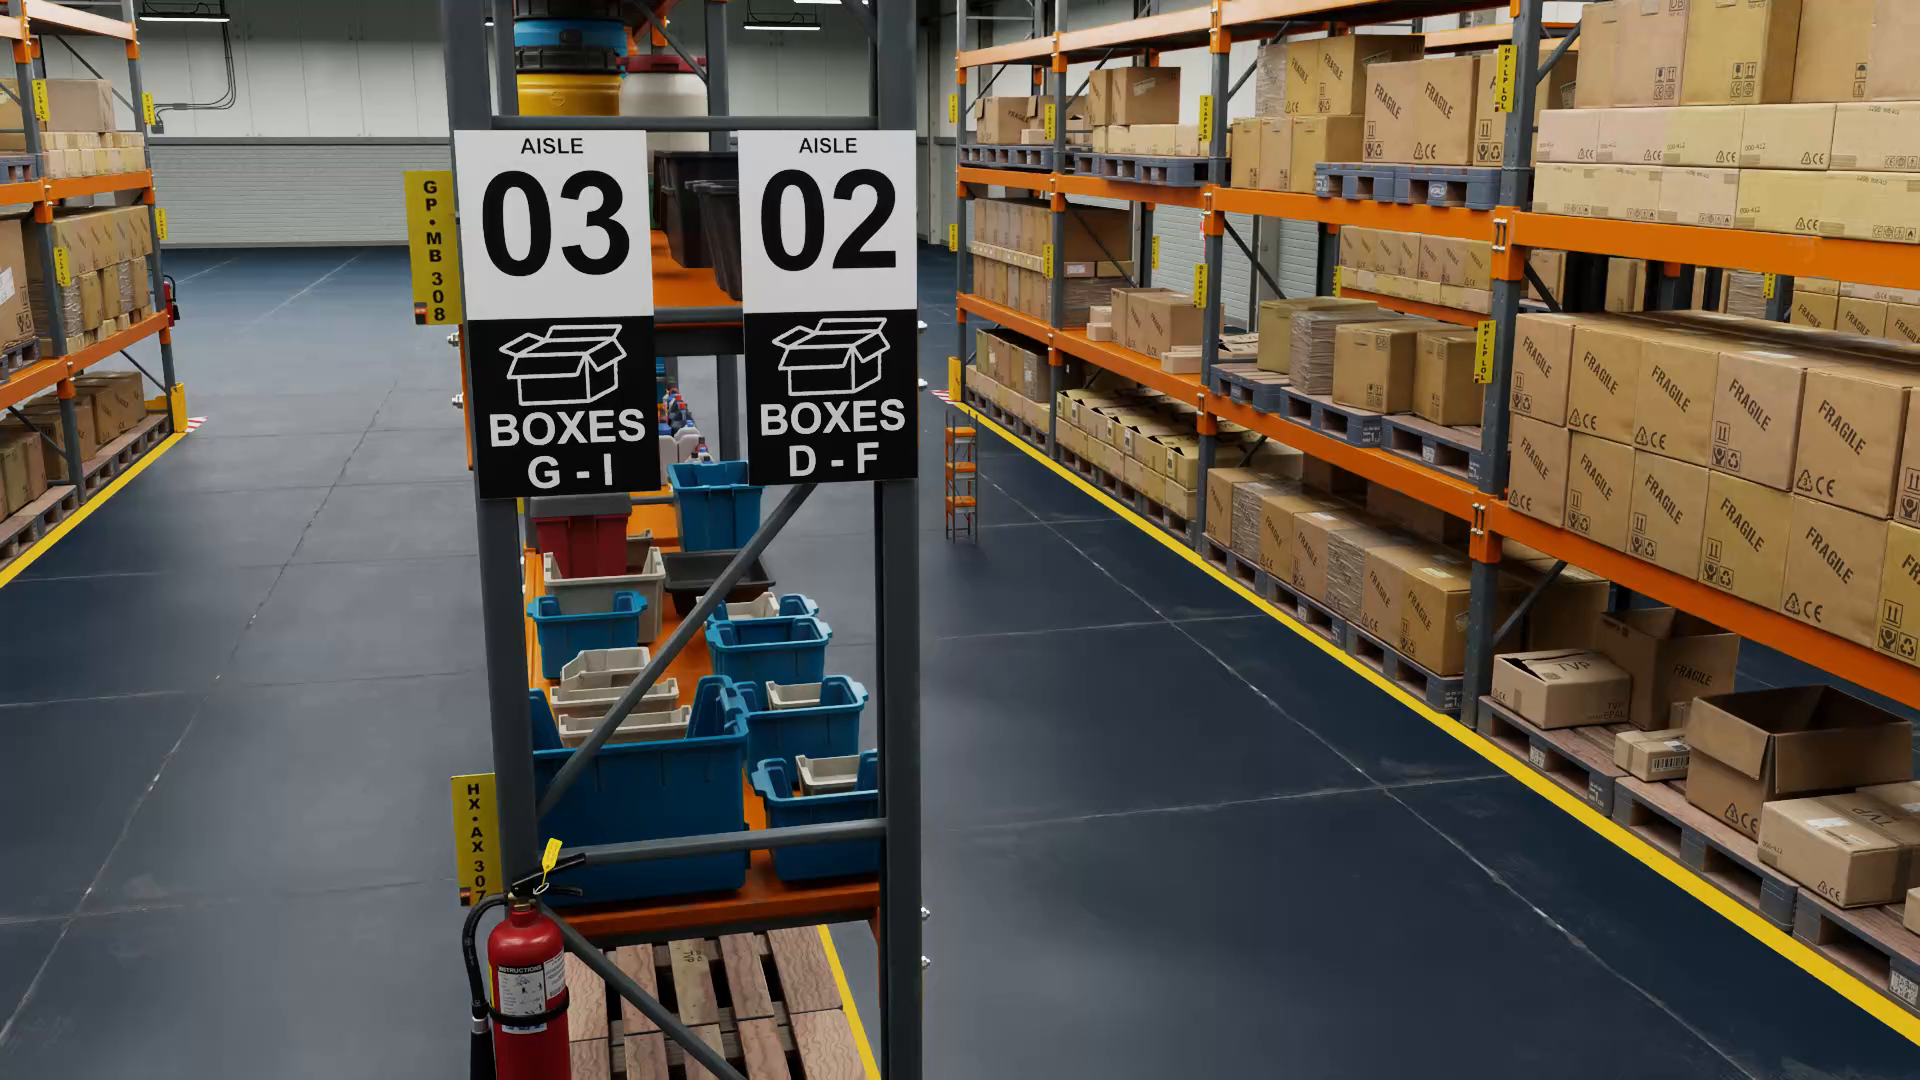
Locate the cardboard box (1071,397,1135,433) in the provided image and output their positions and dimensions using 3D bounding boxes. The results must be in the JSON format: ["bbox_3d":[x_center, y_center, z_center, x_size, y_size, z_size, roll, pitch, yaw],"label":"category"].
[{"bbox_3d":[1.369,-1.212,15.795,0.500,0.311,0.500,-3,14,-14],"label":"cardboard box"}]

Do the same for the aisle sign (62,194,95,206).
[{"bbox_3d":[-9.474,-3.928,17.708,0.394,0.787,0.004,-3,14,-13],"label":"aisle sign"}]

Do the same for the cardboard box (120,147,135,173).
[{"bbox_3d":[-8.688,-3.840,16.820,0.500,0.250,0.500,-3,14,-13],"label":"cardboard box"}]

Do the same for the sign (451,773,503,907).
[{"bbox_3d":[-1.127,0.702,3.888,0.100,0.325,0.005,-3,14,-13],"label":"sign"}]

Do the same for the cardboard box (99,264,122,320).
[{"bbox_3d":[-8.650,-2.390,16.052,0.875,0.500,0.500,-3,14,-13],"label":"cardboard box"}]

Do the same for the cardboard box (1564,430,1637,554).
[{"bbox_3d":[3.259,-0.249,7.914,0.500,0.500,0.500,-3,14,-12],"label":"cardboard box"}]

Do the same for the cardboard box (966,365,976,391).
[{"bbox_3d":[0.372,-1.951,20.002,0.500,0.250,0.500,-3,14,-13],"label":"cardboard box"}]

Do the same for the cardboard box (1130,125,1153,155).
[{"bbox_3d":[1.791,-3.440,14.298,0.500,0.250,0.500,-5,14,-18],"label":"cardboard box"}]

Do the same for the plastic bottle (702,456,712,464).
[{"bbox_3d":[-1.306,-0.300,8.607,0.097,0.271,0.097,0,14,0],"label":"plastic bottle"}]

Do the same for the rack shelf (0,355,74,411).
[{"bbox_3d":[-7.759,-0.934,12.446,1.077,0.370,4.000,-3,14,-13],"label":"rack shelf"}]

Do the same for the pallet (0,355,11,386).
[{"bbox_3d":[-7.794,-1.183,12.355,1.003,0.211,1.213,-3,14,-13],"label":"pallet"}]

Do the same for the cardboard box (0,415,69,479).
[{"bbox_3d":[-8.283,-0.829,14.883,0.500,0.500,0.500,-4,14,-15],"label":"cardboard box"}]

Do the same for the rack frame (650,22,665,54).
[{"bbox_3d":[-2.475,-4.013,10.890,1.000,3.000,0.127,-3,14,-13],"label":"rack frame"}]

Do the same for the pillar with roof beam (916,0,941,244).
[{"bbox_3d":[-4.949,-12.978,47.586,9.100,9.000,0.548,-3,14,-13],"label":"pillar with roof beam"}]

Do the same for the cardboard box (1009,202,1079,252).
[{"bbox_3d":[0.938,-3.424,18.179,0.700,0.500,0.500,-3,14,-13],"label":"cardboard box"}]

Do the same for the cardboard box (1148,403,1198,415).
[{"bbox_3d":[2.019,-1.125,15.437,0.500,0.311,0.500,-3,14,-13],"label":"cardboard box"}]

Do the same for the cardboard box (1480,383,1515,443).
[{"bbox_3d":[3.387,-0.825,9.388,0.700,0.500,0.500,-9,16,-32],"label":"cardboard box"}]

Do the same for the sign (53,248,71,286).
[{"bbox_3d":[-7.690,-2.339,14.242,0.100,0.325,0.005,-3,14,-13],"label":"sign"}]

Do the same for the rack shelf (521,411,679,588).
[{"bbox_3d":[-2.005,-0.287,9.799,1.077,0.370,4.000,-3,14,-13],"label":"rack shelf"}]

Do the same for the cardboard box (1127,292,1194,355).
[{"bbox_3d":[1.808,-1.930,14.795,0.500,0.500,0.500,-3,14,-13],"label":"cardboard box"}]

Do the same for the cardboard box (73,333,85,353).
[{"bbox_3d":[-8.033,-1.748,14.790,0.380,0.149,0.250,-3,14,-13],"label":"cardboard box"}]

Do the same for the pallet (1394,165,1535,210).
[{"bbox_3d":[3.196,-1.971,9.250,1.213,0.211,1.003,-3,14,-13],"label":"pallet"}]

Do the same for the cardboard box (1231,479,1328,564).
[{"bbox_3d":[2.299,-0.132,11.985,0.500,0.500,0.500,-4,14,-15],"label":"cardboard box"}]

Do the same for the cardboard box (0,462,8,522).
[{"bbox_3d":[-7.880,-0.361,12.926,0.700,0.500,0.500,-5,14,-18],"label":"cardboard box"}]

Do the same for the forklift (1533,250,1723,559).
[{"bbox_3d":[5.327,-1.320,12.656,3.031,2.935,1.130,-9,17,-34],"label":"forklift"}]

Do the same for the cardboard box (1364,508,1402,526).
[{"bbox_3d":[3.039,0.070,11.161,0.500,0.500,0.500,-4,14,-15],"label":"cardboard box"}]

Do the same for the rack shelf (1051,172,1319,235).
[{"bbox_3d":[1.871,-2.943,14.347,1.077,0.370,4.000,-3,14,-13],"label":"rack shelf"}]

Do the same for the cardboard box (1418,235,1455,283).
[{"bbox_3d":[5.574,-3.198,18.890,0.500,0.500,0.500,-4,14,-15],"label":"cardboard box"}]

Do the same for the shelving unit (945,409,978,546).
[{"bbox_3d":[0.013,-0.498,13.252,0.215,1.050,0.252,-3,14,-13],"label":"shelving unit"}]

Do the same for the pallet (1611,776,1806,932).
[{"bbox_3d":[3.731,1.344,7.480,1.003,0.211,1.213,-3,14,-13],"label":"pallet"}]

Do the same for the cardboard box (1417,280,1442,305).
[{"bbox_3d":[5.568,-2.833,18.977,0.500,0.250,0.500,-3,14,-13],"label":"cardboard box"}]

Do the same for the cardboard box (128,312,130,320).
[{"bbox_3d":[-8.671,-2.260,16.888,0.380,0.149,0.250,-3,14,-13],"label":"cardboard box"}]

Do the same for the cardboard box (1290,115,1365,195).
[{"bbox_3d":[2.718,-2.543,10.984,0.910,0.500,0.500,-3,14,-13],"label":"cardboard box"}]

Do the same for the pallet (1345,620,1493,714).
[{"bbox_3d":[3.053,0.718,10.042,1.003,0.211,1.213,-3,14,-13],"label":"pallet"}]

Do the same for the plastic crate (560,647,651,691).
[{"bbox_3d":[-1.194,0.470,5.611,0.298,0.136,0.250,-3,14,-13],"label":"plastic crate"}]

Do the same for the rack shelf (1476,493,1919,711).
[{"bbox_3d":[3.750,0.360,7.148,1.077,0.370,4.000,-3,14,-13],"label":"rack shelf"}]

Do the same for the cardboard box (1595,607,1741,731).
[{"bbox_3d":[3.690,0.665,8.723,0.500,0.500,0.500,-3,14,-13],"label":"cardboard box"}]

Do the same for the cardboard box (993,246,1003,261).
[{"bbox_3d":[0.589,-3.242,18.800,0.380,0.149,0.250,-4,14,-15],"label":"cardboard box"}]

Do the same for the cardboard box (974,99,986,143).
[{"bbox_3d":[0.593,-4.866,19.304,0.797,0.503,0.637,-2,14,-9],"label":"cardboard box"}]

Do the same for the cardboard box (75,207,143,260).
[{"bbox_3d":[-8.675,-3.118,16.927,0.500,0.500,0.500,-3,14,-13],"label":"cardboard box"}]

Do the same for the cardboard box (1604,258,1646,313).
[{"bbox_3d":[6.612,-2.437,15.943,0.700,0.500,0.500,-1,14,-5],"label":"cardboard box"}]

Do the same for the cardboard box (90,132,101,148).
[{"bbox_3d":[-8.482,-3.833,15.950,0.380,0.149,0.250,-4,14,-16],"label":"cardboard box"}]

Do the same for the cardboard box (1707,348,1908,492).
[{"bbox_3d":[3.482,-0.504,6.852,0.500,0.500,0.500,-3,14,-11],"label":"cardboard box"}]

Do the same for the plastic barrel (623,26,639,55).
[{"bbox_3d":[-2.344,-2.837,10.609,0.600,0.830,0.708,-3,14,-13],"label":"plastic barrel"}]

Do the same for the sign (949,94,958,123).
[{"bbox_3d":[-0.079,-5.110,19.693,0.100,0.325,0.005,-3,14,-13],"label":"sign"}]

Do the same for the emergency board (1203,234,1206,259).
[{"bbox_3d":[4.329,-5.339,28.960,0.194,1.169,0.643,-3,14,-13],"label":"emergency board"}]

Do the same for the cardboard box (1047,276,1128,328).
[{"bbox_3d":[1.291,-2.447,16.911,0.700,0.500,0.500,-4,14,-15],"label":"cardboard box"}]

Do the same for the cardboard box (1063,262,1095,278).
[{"bbox_3d":[1.130,-2.711,16.625,0.380,0.149,0.250,-3,14,-13],"label":"cardboard box"}]

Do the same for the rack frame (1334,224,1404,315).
[{"bbox_3d":[5.277,-3.496,21.416,1.000,3.000,0.127,-3,14,-13],"label":"rack frame"}]

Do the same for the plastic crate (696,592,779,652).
[{"bbox_3d":[-0.834,0.308,6.274,0.293,0.136,0.466,-3,14,-13],"label":"plastic crate"}]

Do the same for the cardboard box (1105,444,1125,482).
[{"bbox_3d":[1.617,-0.703,14.893,0.500,0.250,0.500,-3,14,-12],"label":"cardboard box"}]

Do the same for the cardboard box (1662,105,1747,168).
[{"bbox_3d":[3.379,-1.721,7.092,0.500,0.250,0.500,-3,14,-13],"label":"cardboard box"}]

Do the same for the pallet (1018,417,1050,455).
[{"bbox_3d":[1.256,-1.128,17.597,1.003,0.211,1.213,-3,14,-13],"label":"pallet"}]

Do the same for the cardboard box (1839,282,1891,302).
[{"bbox_3d":[7.138,-1.974,12.729,0.500,0.250,0.500,-3,14,-14],"label":"cardboard box"}]

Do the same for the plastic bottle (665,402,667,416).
[{"bbox_3d":[-1.901,-0.851,11.010,0.097,0.201,0.097,0,14,0],"label":"plastic bottle"}]

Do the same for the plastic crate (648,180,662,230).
[{"bbox_3d":[-1.142,-1.449,7.163,0.450,0.188,0.662,-3,14,-13],"label":"plastic crate"}]
